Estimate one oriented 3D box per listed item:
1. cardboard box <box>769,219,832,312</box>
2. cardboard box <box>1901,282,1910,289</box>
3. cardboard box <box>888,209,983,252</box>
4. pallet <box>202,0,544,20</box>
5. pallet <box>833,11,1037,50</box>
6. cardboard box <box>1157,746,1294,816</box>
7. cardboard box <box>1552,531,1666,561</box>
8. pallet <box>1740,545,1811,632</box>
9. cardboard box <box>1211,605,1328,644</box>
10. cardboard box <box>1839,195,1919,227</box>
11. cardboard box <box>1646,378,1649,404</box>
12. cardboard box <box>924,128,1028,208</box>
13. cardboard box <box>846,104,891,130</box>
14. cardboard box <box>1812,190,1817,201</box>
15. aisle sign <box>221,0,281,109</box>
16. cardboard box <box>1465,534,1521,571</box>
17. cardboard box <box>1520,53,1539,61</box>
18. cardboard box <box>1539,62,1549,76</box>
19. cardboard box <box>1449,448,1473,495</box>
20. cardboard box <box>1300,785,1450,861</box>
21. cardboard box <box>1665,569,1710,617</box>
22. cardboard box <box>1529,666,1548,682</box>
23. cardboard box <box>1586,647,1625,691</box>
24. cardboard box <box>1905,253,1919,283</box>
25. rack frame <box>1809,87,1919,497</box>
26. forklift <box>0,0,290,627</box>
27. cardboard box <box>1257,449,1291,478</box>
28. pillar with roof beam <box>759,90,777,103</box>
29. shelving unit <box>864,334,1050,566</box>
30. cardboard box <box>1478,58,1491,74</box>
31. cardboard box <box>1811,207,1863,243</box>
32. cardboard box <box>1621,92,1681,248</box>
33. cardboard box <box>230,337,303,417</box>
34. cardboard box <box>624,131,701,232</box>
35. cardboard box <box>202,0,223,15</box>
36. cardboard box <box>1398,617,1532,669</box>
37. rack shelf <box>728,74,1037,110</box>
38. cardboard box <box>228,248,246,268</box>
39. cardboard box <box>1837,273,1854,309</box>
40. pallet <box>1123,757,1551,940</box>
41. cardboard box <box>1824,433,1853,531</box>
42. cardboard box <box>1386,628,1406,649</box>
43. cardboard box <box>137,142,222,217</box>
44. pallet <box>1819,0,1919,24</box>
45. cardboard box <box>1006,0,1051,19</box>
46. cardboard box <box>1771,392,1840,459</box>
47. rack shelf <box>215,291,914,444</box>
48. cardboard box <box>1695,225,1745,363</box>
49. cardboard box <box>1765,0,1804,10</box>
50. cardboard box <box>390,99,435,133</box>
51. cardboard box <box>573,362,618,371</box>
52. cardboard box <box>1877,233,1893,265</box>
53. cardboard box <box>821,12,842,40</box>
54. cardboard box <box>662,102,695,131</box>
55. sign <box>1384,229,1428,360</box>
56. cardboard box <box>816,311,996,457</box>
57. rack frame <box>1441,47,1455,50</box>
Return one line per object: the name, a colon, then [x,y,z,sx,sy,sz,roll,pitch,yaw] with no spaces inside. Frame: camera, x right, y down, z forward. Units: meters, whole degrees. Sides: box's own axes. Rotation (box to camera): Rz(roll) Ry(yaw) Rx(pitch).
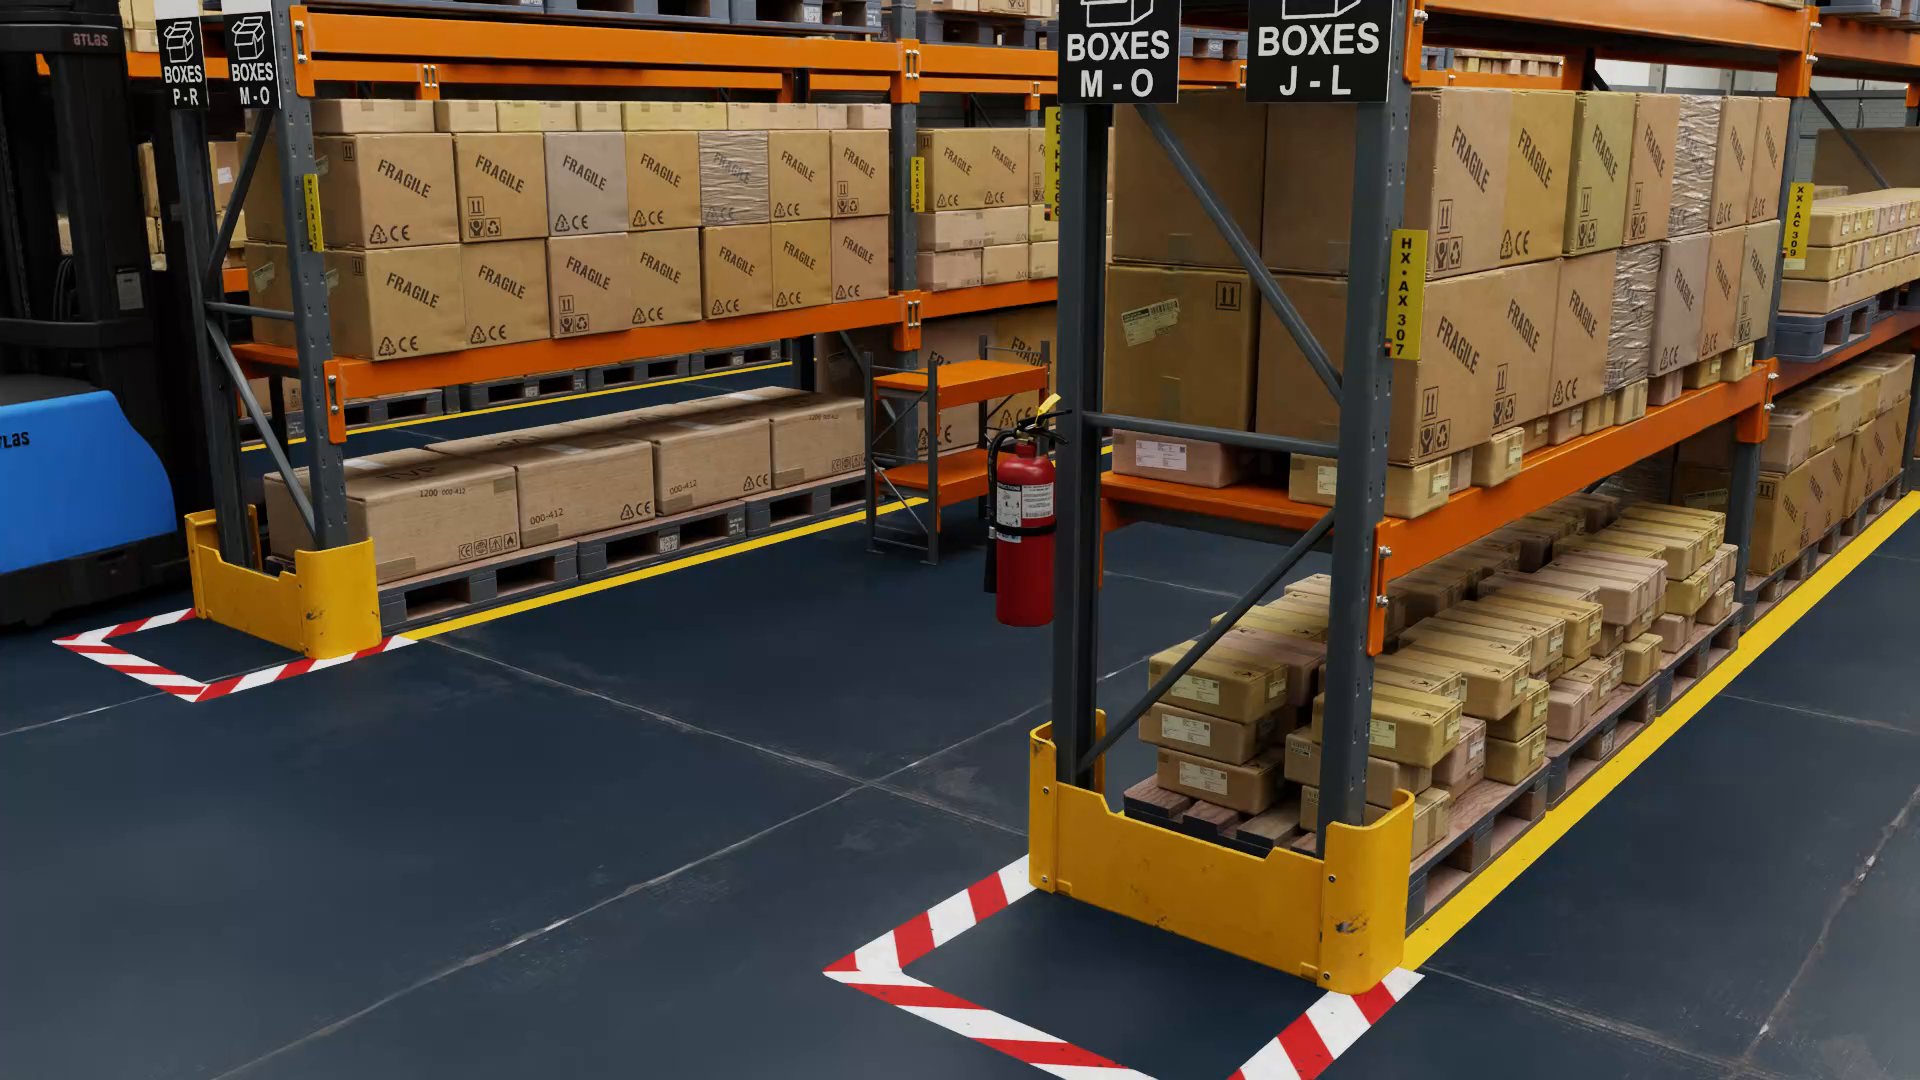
cardboard box: [-1.104,-1.621,9.710,0.500,0.500,0.500,11,18,36]
cardboard box: [6.228,-1.913,10.856,0.500,0.500,0.500,12,18,38]
cardboard box: [-0.196,-2.011,10.735,0.500,0.250,0.500,11,18,36]
pallet: [-2.748,-2.589,7.810,1.003,0.211,1.213,11,18,38]
pallet: [-0.154,-3.345,10.994,0.805,0.209,1.217,10,18,35]
cardboard box: [0.876,0.757,5.487,0.380,0.149,0.250,12,18,38]
cardboard box: [2.696,0.086,6.922,0.380,0.149,0.250,12,19,39]
pallet: [3.710,0.148,8.610,1.003,0.211,1.213,11,18,38]
cardboard box: [1.110,0.353,5.870,0.380,0.149,0.250,11,18,36]
cardboard box: [4.970,-1.778,8.979,0.380,0.149,0.250,12,19,40]
cardboard box: [2.403,-0.590,6.365,0.380,0.149,0.250,11,18,37]
cardboard box: [0.107,-2.475,11.040,0.500,0.500,0.500,11,18,37]
cardboard box: [-0.638,-2.540,9.977,0.380,0.149,0.250,11,18,36]
cardboard box: [4.803,-1.983,9.785,0.380,0.149,0.250,10,18,35]
aisle sign: [-3.026,-2.236,7.052,0.394,0.787,0.004,11,18,38]
cardboard box: [2.135,0.059,7.027,0.380,0.149,0.250,12,18,39]
cardboard box: [5.783,-5.191,17.573,0.500,0.250,0.500,11,18,38]
cardboard box: [6.188,-5.127,18.133,0.380,0.149,0.250,11,18,37]
cardboard box: [1.294,-0.233,4.956,0.380,0.149,0.250,12,19,40]
cardboard box: [1.286,0.840,5.163,0.380,0.149,0.250,12,18,39]
cardboard box: [2.956,0.197,7.087,0.380,0.149,0.250,10,18,36]
cardboard box: [1.876,0.483,5.961,0.380,0.149,0.250,10,17,35]
cardboard box: [2.374,0.490,6.539,0.380,0.149,0.250,12,18,39]
cardboard box: [4.973,-1.491,9.058,0.380,0.149,0.250,12,19,39]
rack frame: [5.736,-1.820,10.695,1.000,3.000,0.127,11,18,38]
forklift: [-4.271,-1.324,8.882,1.130,2.935,3.031,7,16,26]
cardboard box: [0.878,-0.314,5.277,0.380,0.149,0.250,11,18,37]
pillar with roof beam: [1.426,-5.965,14.826,9.100,9.000,0.400,11,18,38]
shelving unit: [-0.004,-0.544,9.479,0.538,1.125,1.048,11,18,38]
cardboard box: [5.189,-4.834,16.978,0.380,0.149,0.250,12,19,39]
cardboard box: [3.998,-1.483,7.816,0.380,0.149,0.250,12,18,39]
cardboard box: [2.170,-1.302,5.818,0.500,0.500,0.500,11,18,36]
cardboard box: [-5.391,-1.253,12.687,0.700,0.500,0.500,10,18,35]
cardboard box: [-1.733,-1.911,8.819,0.500,0.500,0.500,11,18,38]
cardboard box: [-5.313,-3.765,11.958,0.500,0.250,0.500,12,18,39]
cardboard box: [1.731,0.394,5.708,0.380,0.149,0.250,10,17,35]
rack shelf: [-0.784,-4.822,17.882,1.077,0.370,4.000,11,18,38]
cardboard box: [-5.424,-2.108,12.339,0.380,0.149,0.250,12,18,38]
cardboard box: [3.997,-1.194,7.888,0.380,0.149,0.250,12,18,38]
pallet: [1.294,0.899,5.655,1.003,0.211,1.213,11,18,38]
cardboard box: [4.543,-0.350,9.134,0.500,0.500,0.500,12,18,38]
cardboard box: [1.458,0.400,6.289,0.380,0.149,0.250,12,18,38]
cardboard box: [-5.632,-2.569,11.822,0.500,0.500,0.500,12,18,39]
pallet: [3.693,-2.518,7.734,1.213,0.211,1.003,11,18,38]
cardboard box: [0.376,-3.533,10.967,0.380,0.166,0.250,10,17,34]
cardboard box: [4.225,-0.612,8.642,0.500,0.250,0.500,12,18,39]
rack shelf: [-1.949,-1.069,9.199,1.077,0.370,4.000,11,18,38]
cardboard box: [2.810,-1.011,6.703,0.500,0.500,0.500,11,18,36]
cardboard box: [3.123,-2.299,6.794,0.500,0.250,0.500,12,18,39]
cardboard box: [-2.658,-1.968,7.728,0.380,0.149,0.250,12,18,39]
cardboard box: [-3.432,-1.816,14.904,0.500,0.500,0.500,11,18,36]
cardboard box: [4.481,-1.485,8.431,0.380,0.149,0.250,12,19,40]
cardboard box: [-1.396,-5.189,16.607,0.500,0.500,0.500,11,18,38]
cardboard box: [-1.633,-2.255,8.857,0.380,0.149,0.250,11,18,38]
sign: [1.130,-0.623,4.227,0.100,0.325,0.005,11,18,38]
cardboard box: [-0.364,-1.105,11.344,0.875,0.875,0.875,12,19,39]
rack frame: [4.336,-6.240,15.911,1.000,3.000,0.127,11,18,38]
